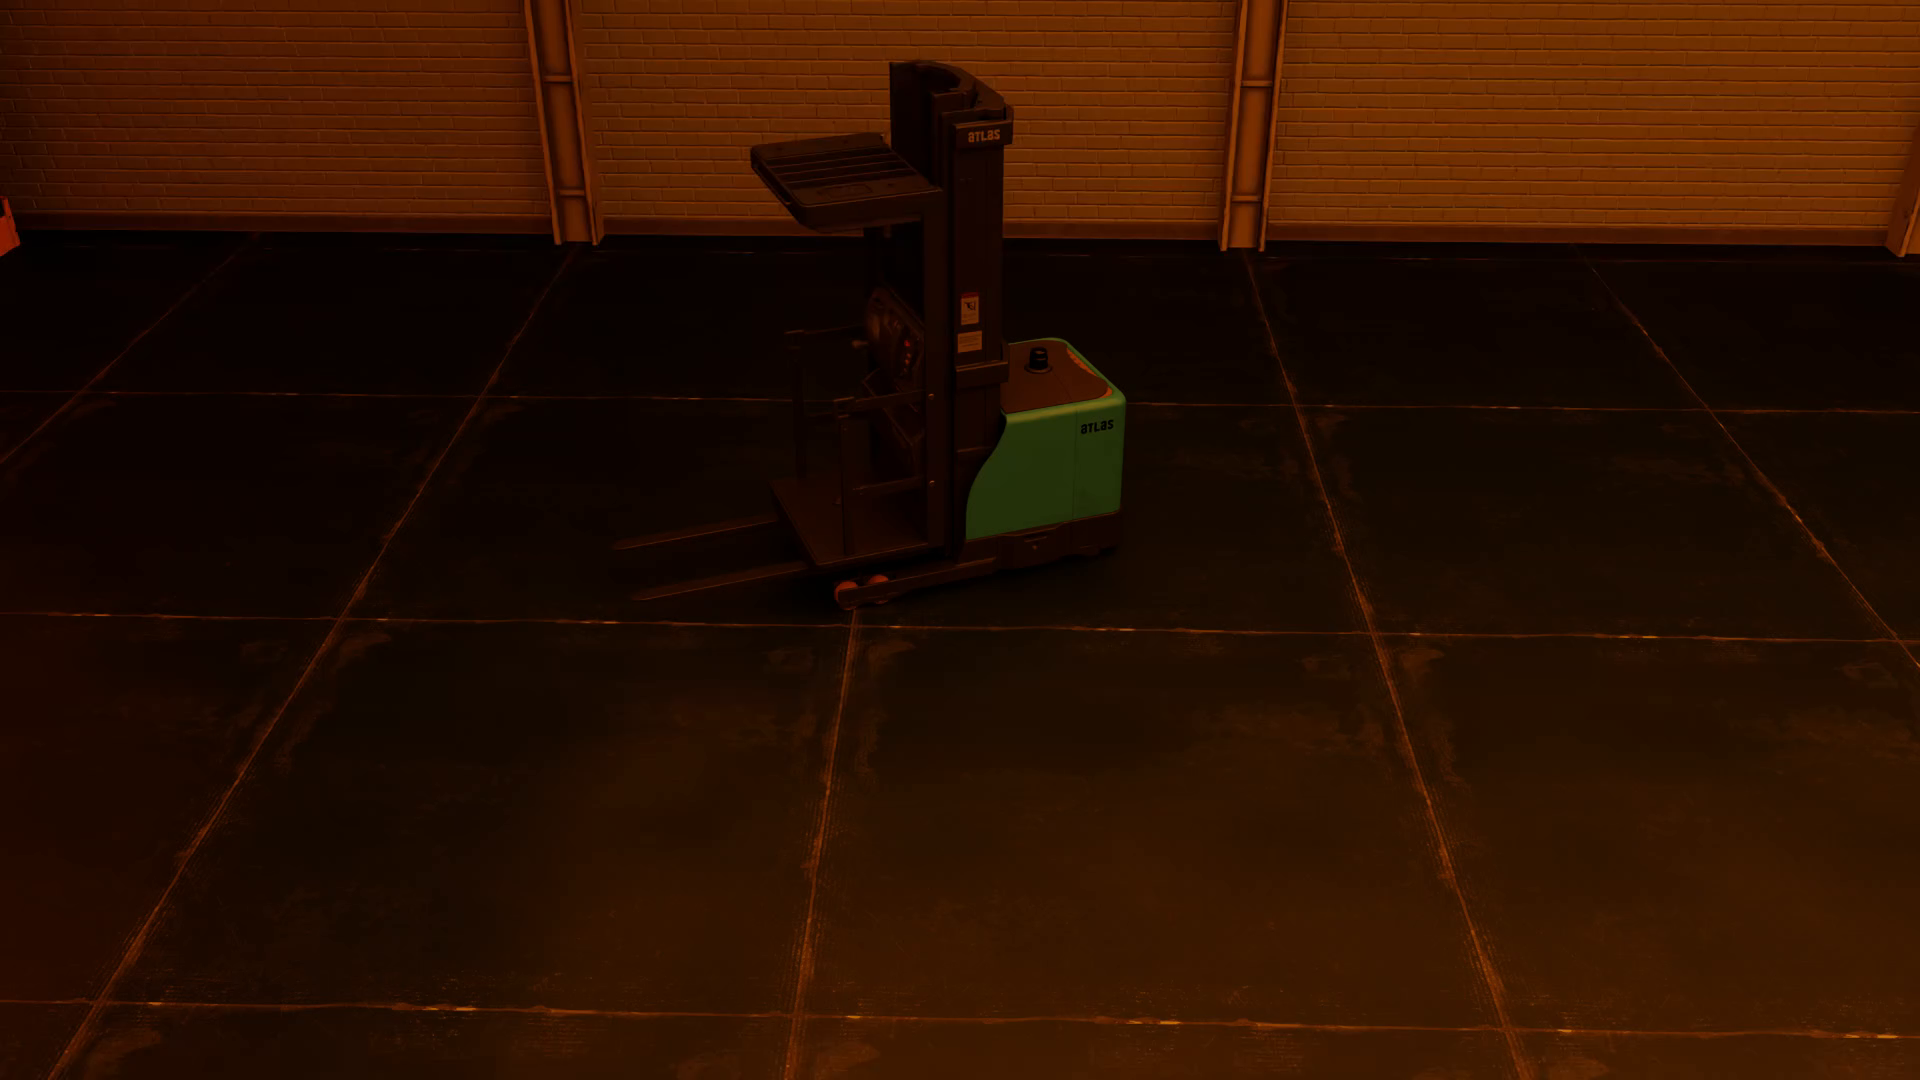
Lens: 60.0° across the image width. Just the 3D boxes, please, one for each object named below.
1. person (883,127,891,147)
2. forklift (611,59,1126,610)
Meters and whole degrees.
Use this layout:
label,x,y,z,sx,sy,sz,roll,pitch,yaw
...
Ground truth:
label,x,y,z,sx,sy,sz,roll,pitch,yaw
person,-0.301,-2.831,13.568,0.771,1.763,0.419,-2,31,-4
forklift,-0.569,-1.153,9.570,3.031,2.935,1.130,-11,32,-18
